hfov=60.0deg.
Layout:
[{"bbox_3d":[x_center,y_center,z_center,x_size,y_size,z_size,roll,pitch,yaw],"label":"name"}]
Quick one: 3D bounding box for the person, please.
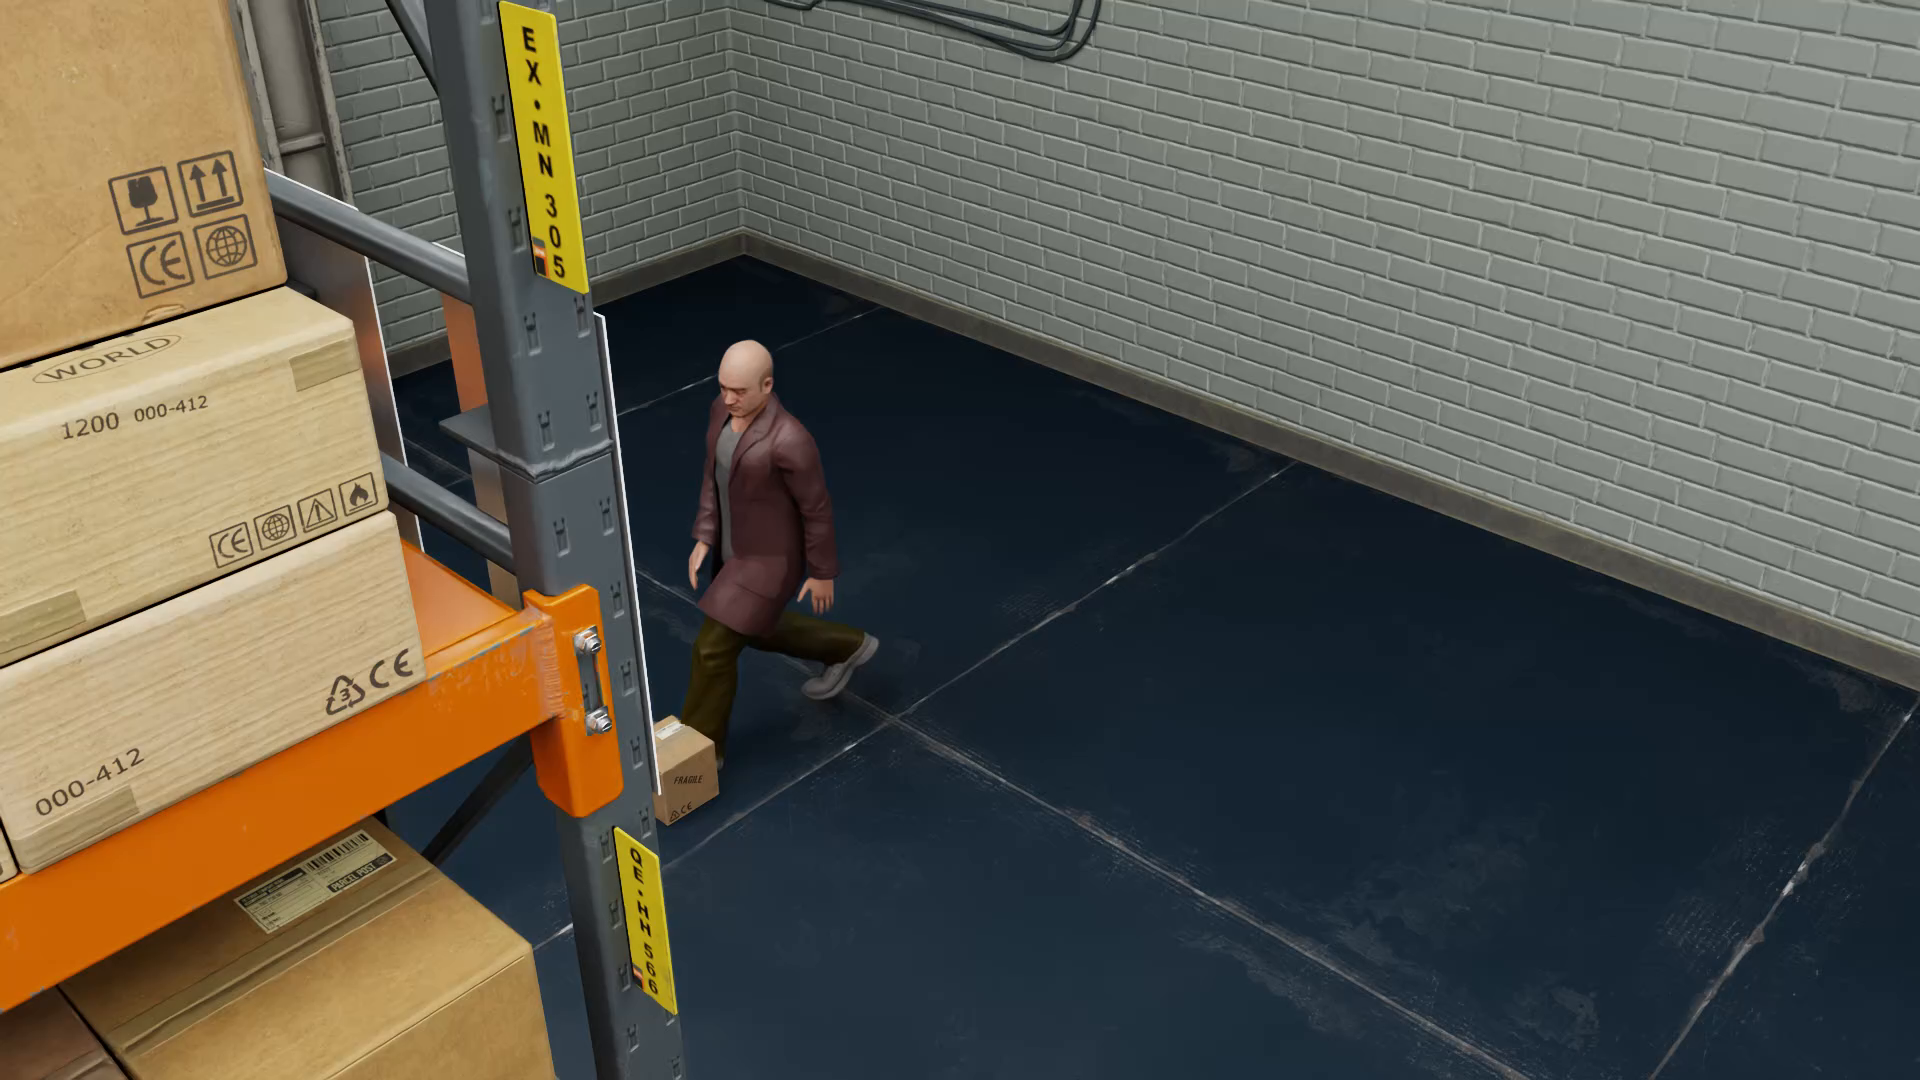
[{"bbox_3d":[-0.783,0.054,6.123,1.104,1.704,0.557,-17,35,-26],"label":"person"}]
